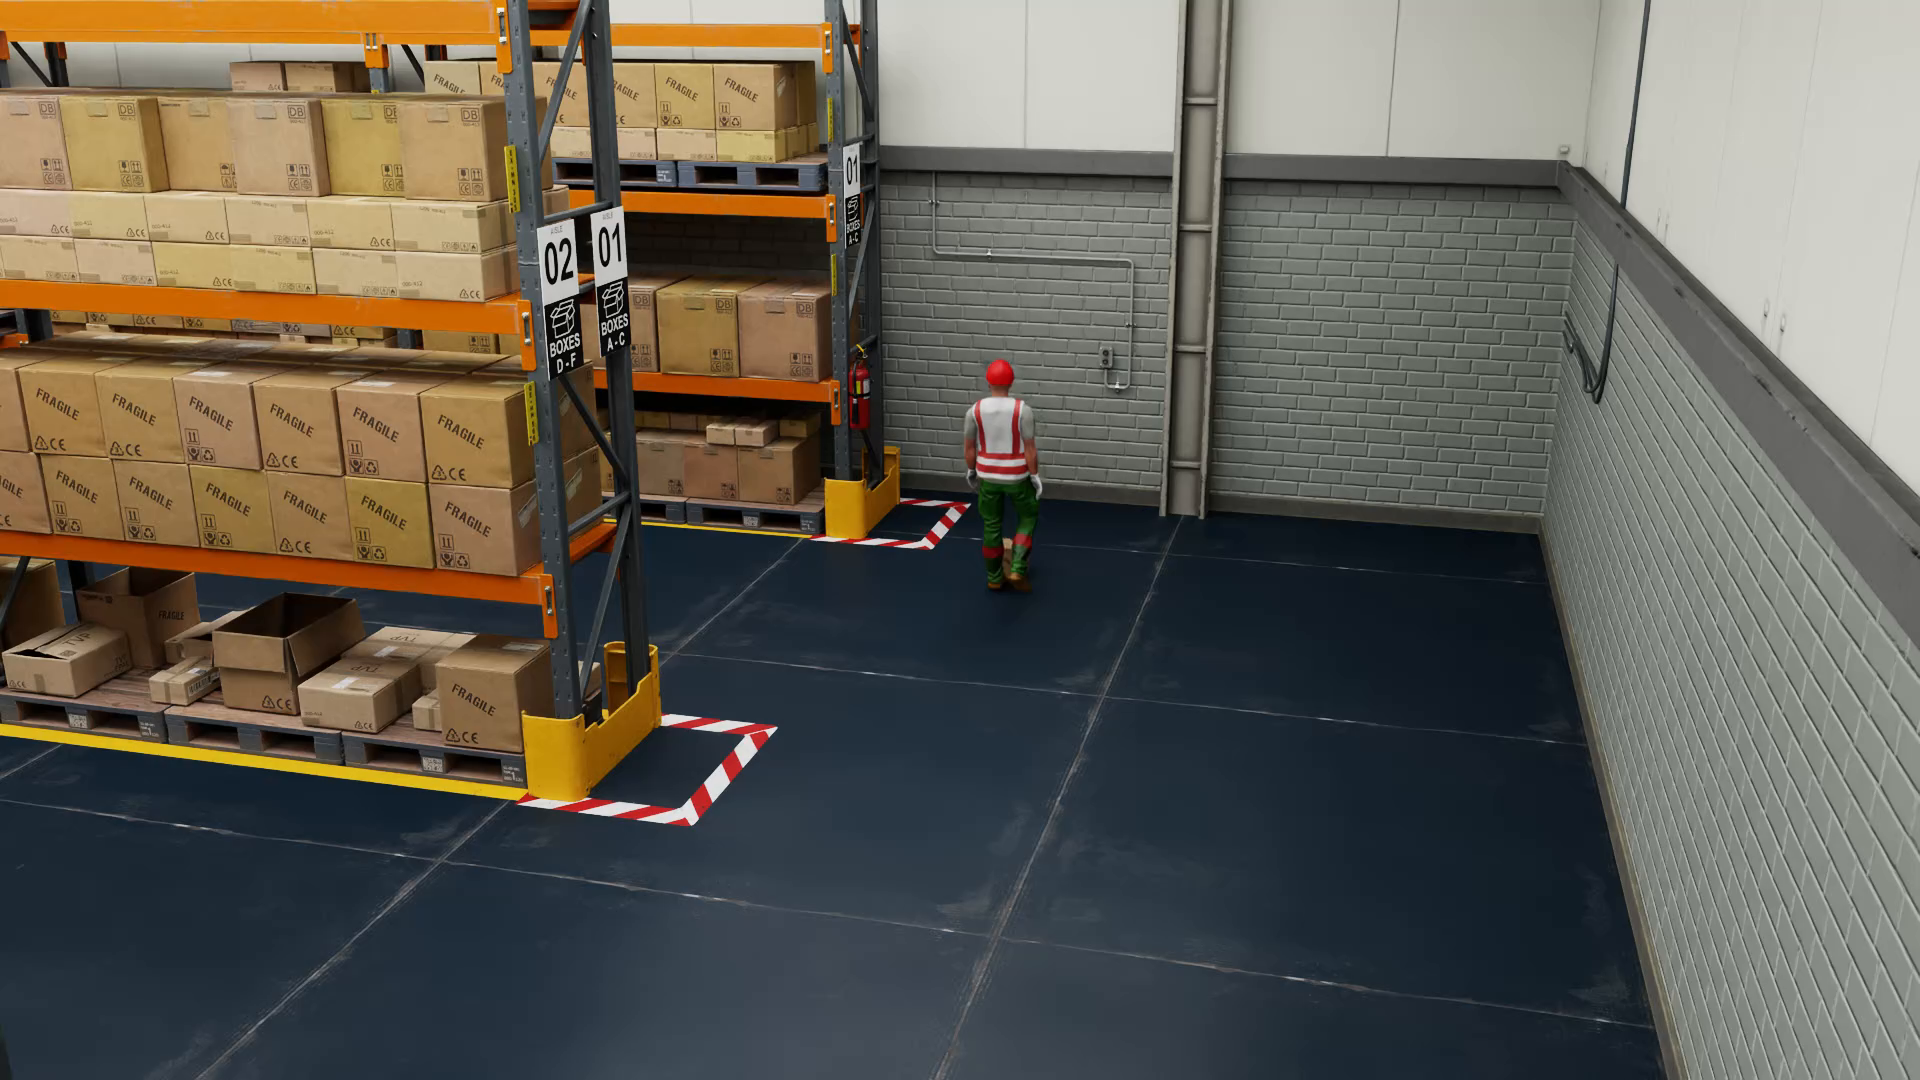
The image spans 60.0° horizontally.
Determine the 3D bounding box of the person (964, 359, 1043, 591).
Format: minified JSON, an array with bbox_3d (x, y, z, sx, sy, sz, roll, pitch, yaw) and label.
[{"bbox_3d":[0.337,-0.482,12.406,0.598,1.798,0.496,4,19,12],"label":"person"}]
